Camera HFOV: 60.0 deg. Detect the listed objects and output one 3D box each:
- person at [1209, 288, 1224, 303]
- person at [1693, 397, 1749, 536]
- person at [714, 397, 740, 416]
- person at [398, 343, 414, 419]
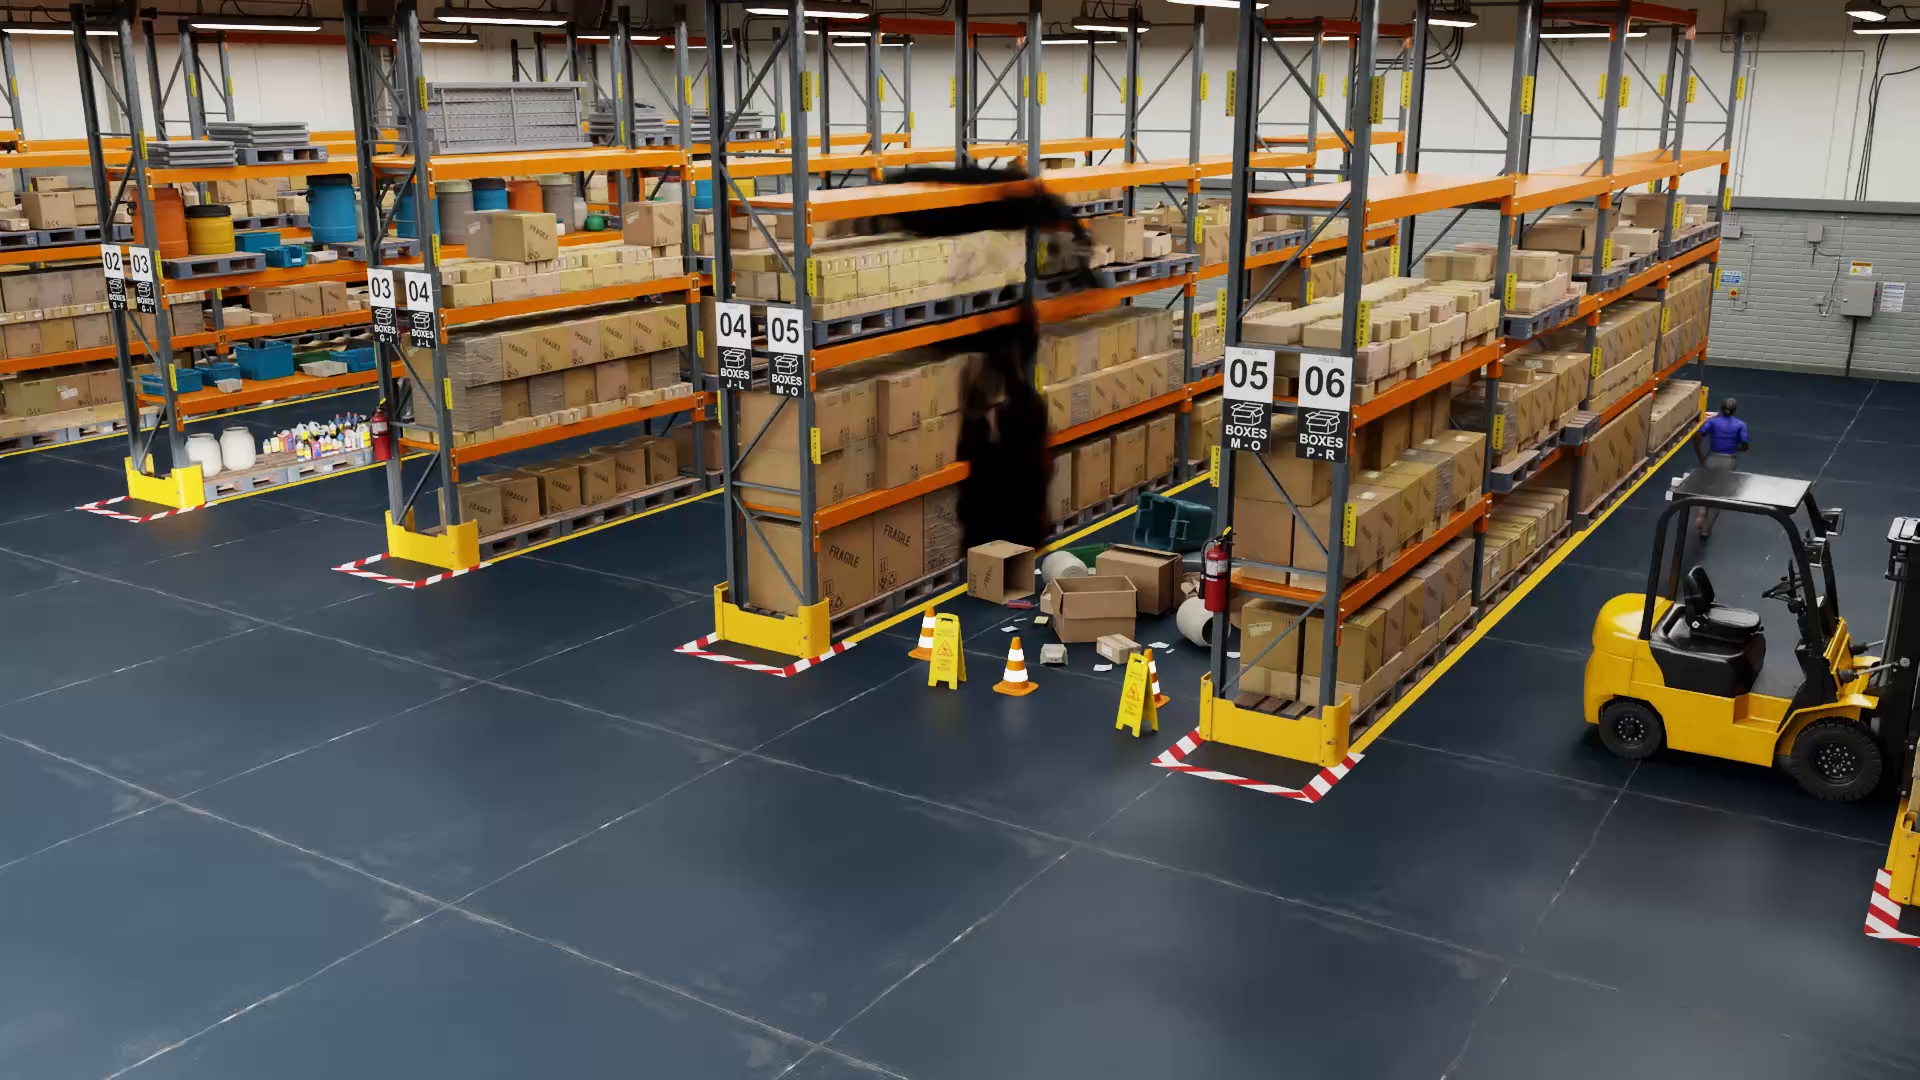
[{"bbox_3d":[4.297,-3.336,27.874,0.745,1.775,1.072,10,19,32],"label":"person"},{"bbox_3d":[8.805,-0.861,19.278,0.573,1.609,0.629,10,19,33],"label":"person"},{"bbox_3d":[-3.704,-2.841,26.416,0.613,1.640,0.726,7,17,24],"label":"person"},{"bbox_3d":[-8.557,-2.673,25.958,0.535,1.536,0.567,11,19,33],"label":"person"}]
